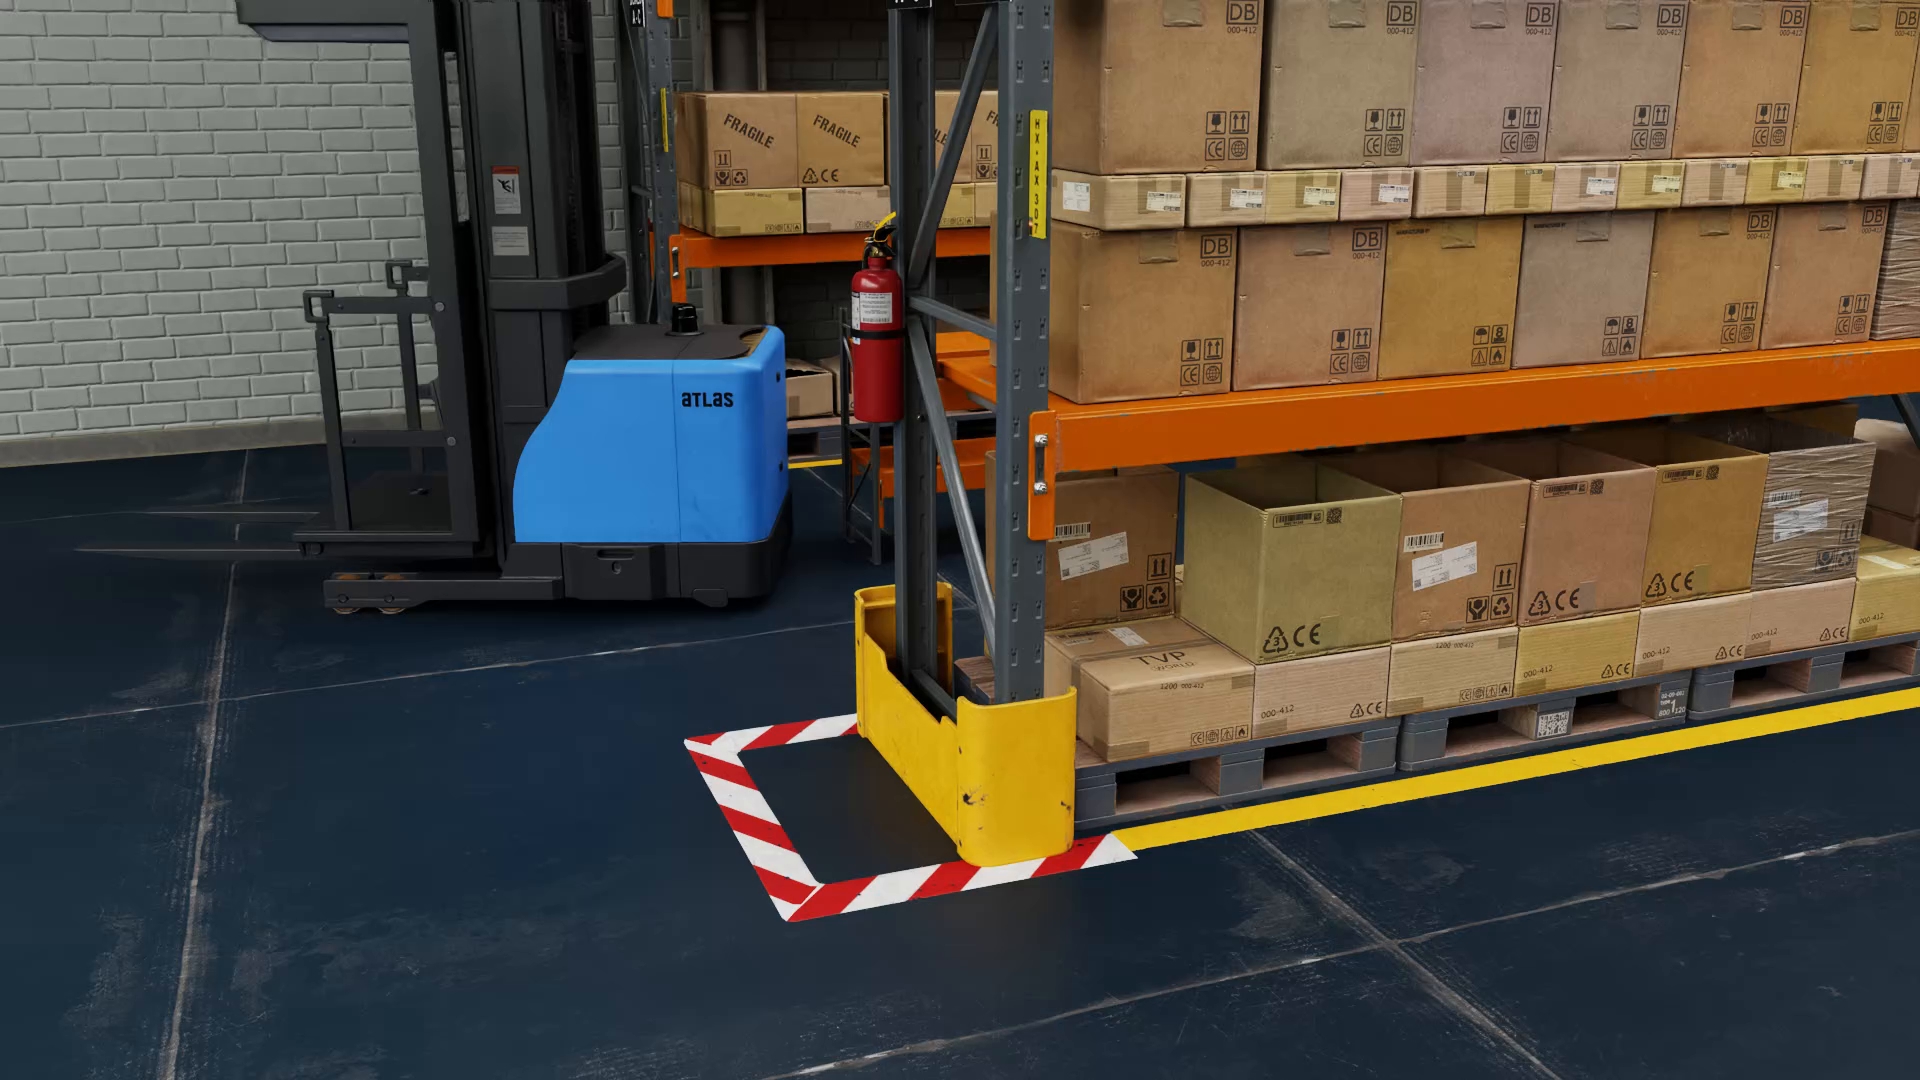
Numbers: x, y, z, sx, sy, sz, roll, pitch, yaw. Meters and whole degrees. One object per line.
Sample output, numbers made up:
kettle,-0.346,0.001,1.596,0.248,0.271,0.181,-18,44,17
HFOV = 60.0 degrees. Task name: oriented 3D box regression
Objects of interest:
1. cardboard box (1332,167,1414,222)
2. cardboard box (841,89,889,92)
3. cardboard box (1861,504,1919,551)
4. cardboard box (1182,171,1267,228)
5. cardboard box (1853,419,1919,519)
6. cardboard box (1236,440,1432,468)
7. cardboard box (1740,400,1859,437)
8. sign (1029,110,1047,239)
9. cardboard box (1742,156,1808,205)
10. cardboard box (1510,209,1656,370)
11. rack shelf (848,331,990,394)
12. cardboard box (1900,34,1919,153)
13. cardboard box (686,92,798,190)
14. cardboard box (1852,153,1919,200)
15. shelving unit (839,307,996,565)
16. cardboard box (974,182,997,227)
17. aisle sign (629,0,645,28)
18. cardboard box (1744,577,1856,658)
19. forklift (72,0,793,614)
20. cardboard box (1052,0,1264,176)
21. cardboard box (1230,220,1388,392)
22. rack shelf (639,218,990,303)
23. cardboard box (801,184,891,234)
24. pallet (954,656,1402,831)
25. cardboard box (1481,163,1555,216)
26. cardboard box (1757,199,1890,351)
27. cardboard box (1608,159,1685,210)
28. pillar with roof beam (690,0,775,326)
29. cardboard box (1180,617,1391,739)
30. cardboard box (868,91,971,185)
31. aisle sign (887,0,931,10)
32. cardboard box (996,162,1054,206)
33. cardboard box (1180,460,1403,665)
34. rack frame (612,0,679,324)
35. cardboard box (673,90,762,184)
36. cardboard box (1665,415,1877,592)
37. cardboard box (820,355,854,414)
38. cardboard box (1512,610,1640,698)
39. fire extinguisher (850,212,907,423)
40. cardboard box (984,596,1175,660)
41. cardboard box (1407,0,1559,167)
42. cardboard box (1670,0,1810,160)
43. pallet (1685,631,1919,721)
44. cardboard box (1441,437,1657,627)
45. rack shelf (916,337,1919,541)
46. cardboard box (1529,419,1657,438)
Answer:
cardboard box,1.171,-1.072,5.097,0.250,0.149,0.380,-6,18,-21
cardboard box,-0.445,-2.458,10.045,0.500,0.500,0.500,-7,18,-22
cardboard box,4.030,-0.057,7.102,0.500,0.250,0.500,-6,18,-21
cardboard box,0.701,-1.022,4.928,0.250,0.149,0.380,-7,18,-22
cardboard box,4.022,-0.324,7.017,0.500,0.311,0.500,-6,17,-20
cardboard box,1.334,-0.132,6.028,0.500,0.500,0.500,-6,17,-20
cardboard box,3.202,-0.334,6.715,0.500,0.500,0.500,-6,17,-20
sign,0.205,-0.960,4.366,0.005,0.325,0.100,-6,17,-20
cardboard box,2.619,-1.230,5.633,0.250,0.149,0.380,-6,17,-20
cardboard box,1.897,-0.901,5.667,0.500,0.500,0.700,-6,17,-18
rack shelf,0.006,-0.821,7.860,1.000,0.278,0.538,-6,17,-20
cardboard box,3.335,-1.680,6.017,0.500,0.500,0.700,-6,17,-20
cardboard box,-1.211,-2.222,9.242,0.500,0.500,0.500,-6,17,-20
cardboard box,3.094,-1.280,5.805,0.250,0.149,0.380,-7,18,-22
shelving unit,0.006,-0.540,7.942,1.048,1.125,0.538,-6,17,-20
cardboard box,0.235,-2.016,9.869,0.500,0.250,0.500,-6,17,-20
aisle sign,-1.724,-3.117,8.775,0.004,0.787,0.394,-6,17,-20
cardboard box,2.922,0.214,6.182,0.500,0.250,0.500,-6,17,-20
forklift,-2.311,-1.242,7.126,3.031,2.935,1.130,0,16,0
cardboard box,0.502,-1.372,4.968,0.500,0.500,0.700,-6,17,-20
cardboard box,0.941,-0.799,5.318,0.500,0.500,0.700,-6,17,-19
rack shelf,0.103,-1.812,10.223,4.000,0.370,1.077,-6,17,-20
cardboard box,-0.715,-1.915,9.528,0.500,0.250,0.500,-7,18,-22
pallet,0.711,0.597,5.691,1.213,0.211,1.003,-6,17,-20
cardboard box,1.657,-1.125,5.278,0.250,0.149,0.380,-6,18,-21
cardboard box,2.844,-1.003,6.013,0.500,0.500,0.700,-6,18,-21
cardboard box,2.136,-1.177,5.452,0.250,0.149,0.380,-6,17,-18
pillar with roof beam,0.120,-4.000,5.748,0.400,9.000,9.100,-6,17,-20
cardboard box,1.058,0.418,5.486,0.500,0.250,0.500,-6,17,-20
cardboard box,-0.261,-2.320,9.575,0.500,0.500,0.500,-7,18,-22
aisle sign,-0.155,-1.971,4.872,0.004,0.787,0.394,-6,17,-20
cardboard box,0.300,-1.101,5.195,0.250,0.149,0.380,-6,18,-21
cardboard box,1.058,0.059,5.379,0.500,0.500,0.500,-6,17,-20
rack frame,-1.764,-1.956,9.435,0.127,3.000,1.000,-6,17,-20
cardboard box,-1.400,-2.357,9.700,0.500,0.500,0.500,-6,18,-21
cardboard box,2.921,-0.147,6.078,0.500,0.500,0.500,-6,17,-20
cardboard box,-0.554,-0.981,10.105,0.500,0.311,0.500,-5,17,-15
cardboard box,1.993,0.318,5.825,0.500,0.250,0.500,-6,17,-20
fire extinguisher,-0.265,-0.726,5.385,0.183,0.674,0.296,-6,17,-20
cardboard box,0.407,0.333,5.775,0.500,0.250,0.500,-6,17,-20
cardboard box,1.461,-1.478,5.328,0.500,0.500,0.700,-6,17,-20
cardboard box,2.395,-1.579,5.671,0.500,0.500,0.700,-6,17,-20
pallet,2.989,0.351,6.529,1.213,0.211,1.003,-6,17,-20
cardboard box,1.994,-0.041,5.718,0.500,0.500,0.500,-6,17,-20
rack shelf,1.879,-0.509,5.786,4.000,0.370,1.077,-6,17,-20
cardboard box,2.268,-0.233,6.372,0.500,0.500,0.500,-6,17,-20
